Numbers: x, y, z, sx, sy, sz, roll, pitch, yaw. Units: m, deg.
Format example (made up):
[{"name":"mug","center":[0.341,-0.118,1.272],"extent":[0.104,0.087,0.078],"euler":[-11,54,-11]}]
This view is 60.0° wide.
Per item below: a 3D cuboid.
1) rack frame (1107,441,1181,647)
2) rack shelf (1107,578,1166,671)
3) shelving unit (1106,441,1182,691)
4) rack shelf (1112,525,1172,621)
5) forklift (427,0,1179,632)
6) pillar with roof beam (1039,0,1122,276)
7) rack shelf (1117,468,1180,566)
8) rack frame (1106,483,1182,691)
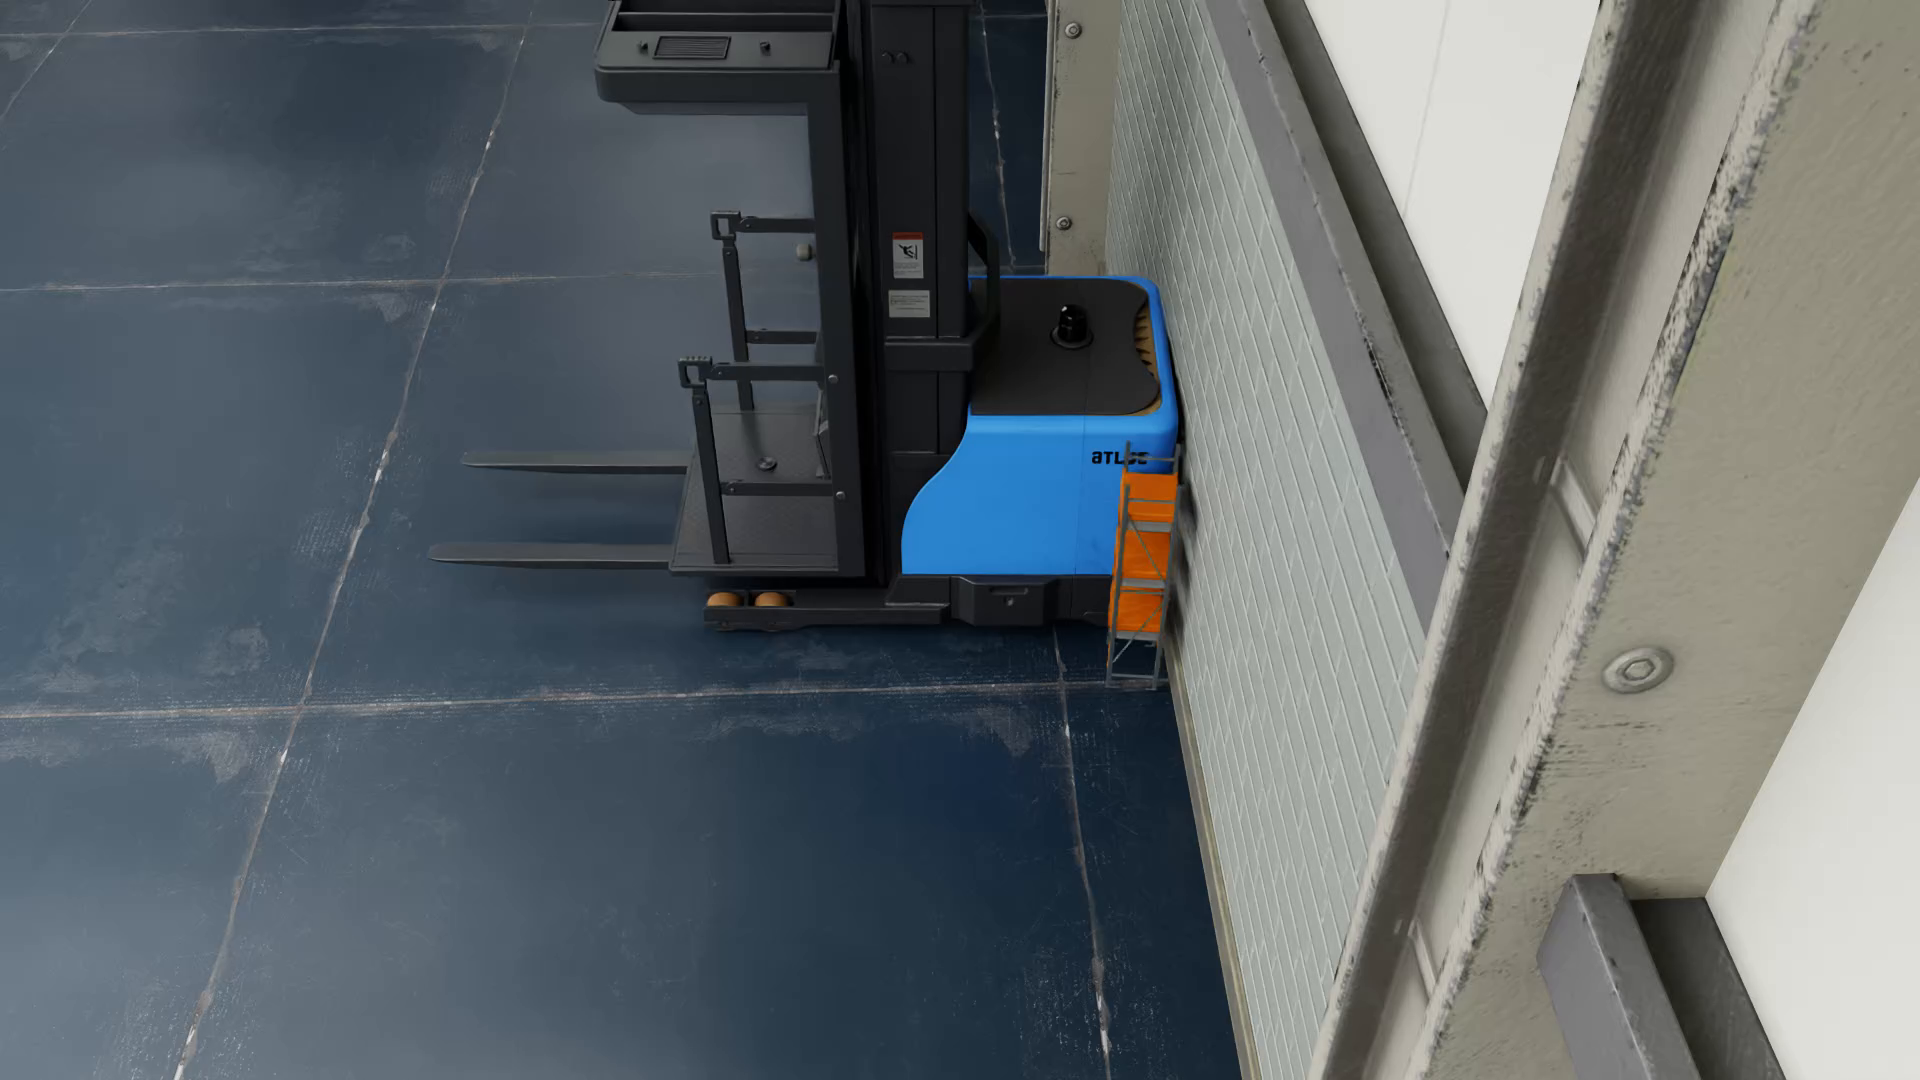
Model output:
[{"name":"rack frame","center":[0.703,0.037,6.432],"extent":[0.200,1.050,0.008],"euler":[3,42,3]},{"name":"rack shelf","center":[0.691,0.333,6.533],"extent":[0.215,0.259,0.240],"euler":[3,42,3]},{"name":"shelving unit","center":[0.694,0.118,6.341],"extent":[0.215,1.050,0.252],"euler":[3,42,3]},{"name":"rack shelf","center":[0.693,0.125,6.348],"extent":[0.215,0.259,0.240],"euler":[3,42,3]},{"name":"forklift","center":[-0.680,-1.062,6.240],"extent":[3.031,2.935,1.130],"euler":[0,43,0]},{"name":"pillar with roof beam","center":[-3.709,-4.657,5.671],"extent":[9.100,9.000,0.400],"euler":[-2,43,-2]},{"name":"rack shelf","center":[0.696,-0.086,6.159],"extent":[0.215,0.259,0.240],"euler":[3,42,3]},{"name":"rack frame","center":[0.684,0.199,6.250],"extent":[0.200,1.050,0.008],"euler":[3,42,3]}]
